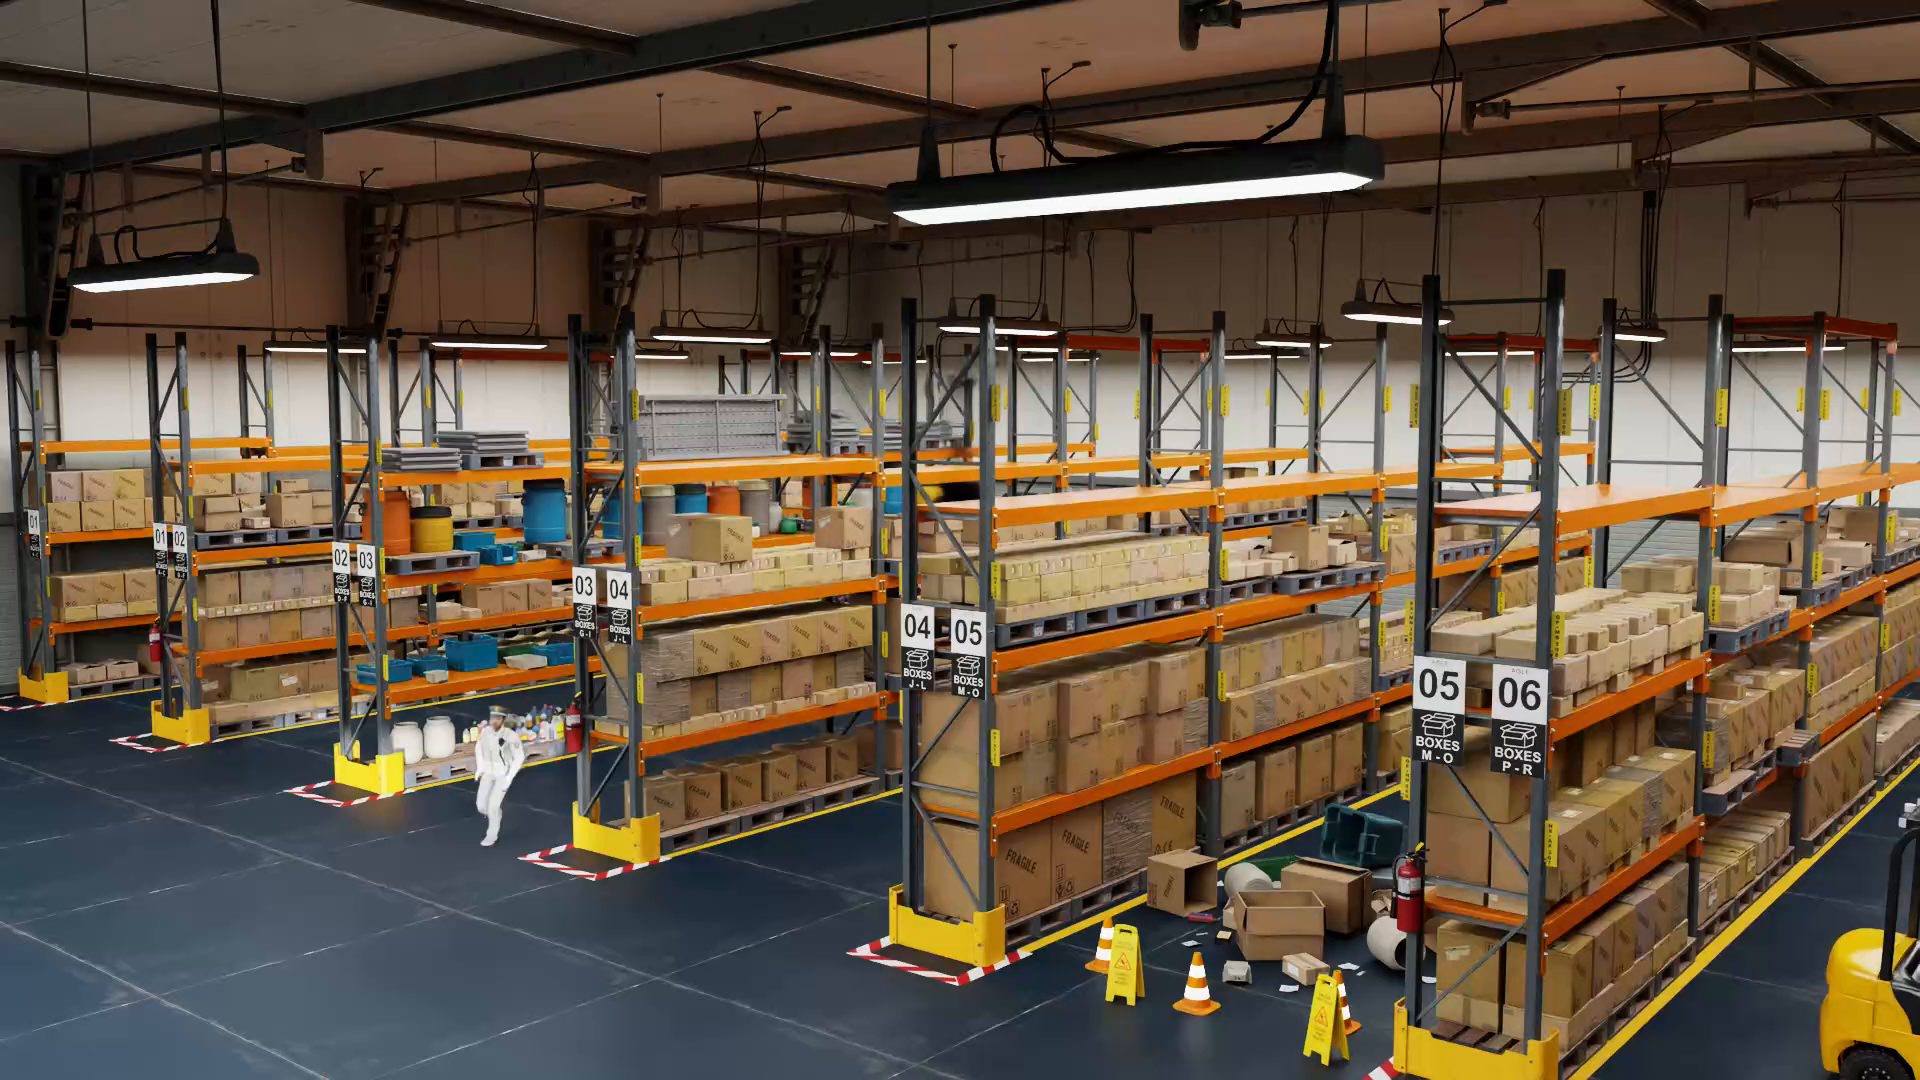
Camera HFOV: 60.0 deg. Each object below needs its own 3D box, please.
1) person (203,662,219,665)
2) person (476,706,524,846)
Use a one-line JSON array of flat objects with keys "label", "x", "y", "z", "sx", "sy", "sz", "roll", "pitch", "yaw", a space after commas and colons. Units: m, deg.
[{"label": "person", "x": -12.022, "y": 1.929, "z": 26.566, "sx": 0.631, "sy": 1.793, "sz": 0.830, "roll": 3, "pitch": 6, "yaw": 29}, {"label": "person", "x": -5.238, "y": 2.658, "z": 18.973, "sx": 0.624, "sy": 1.632, "sz": 0.502, "roll": 1, "pitch": 5, "yaw": 16}]
